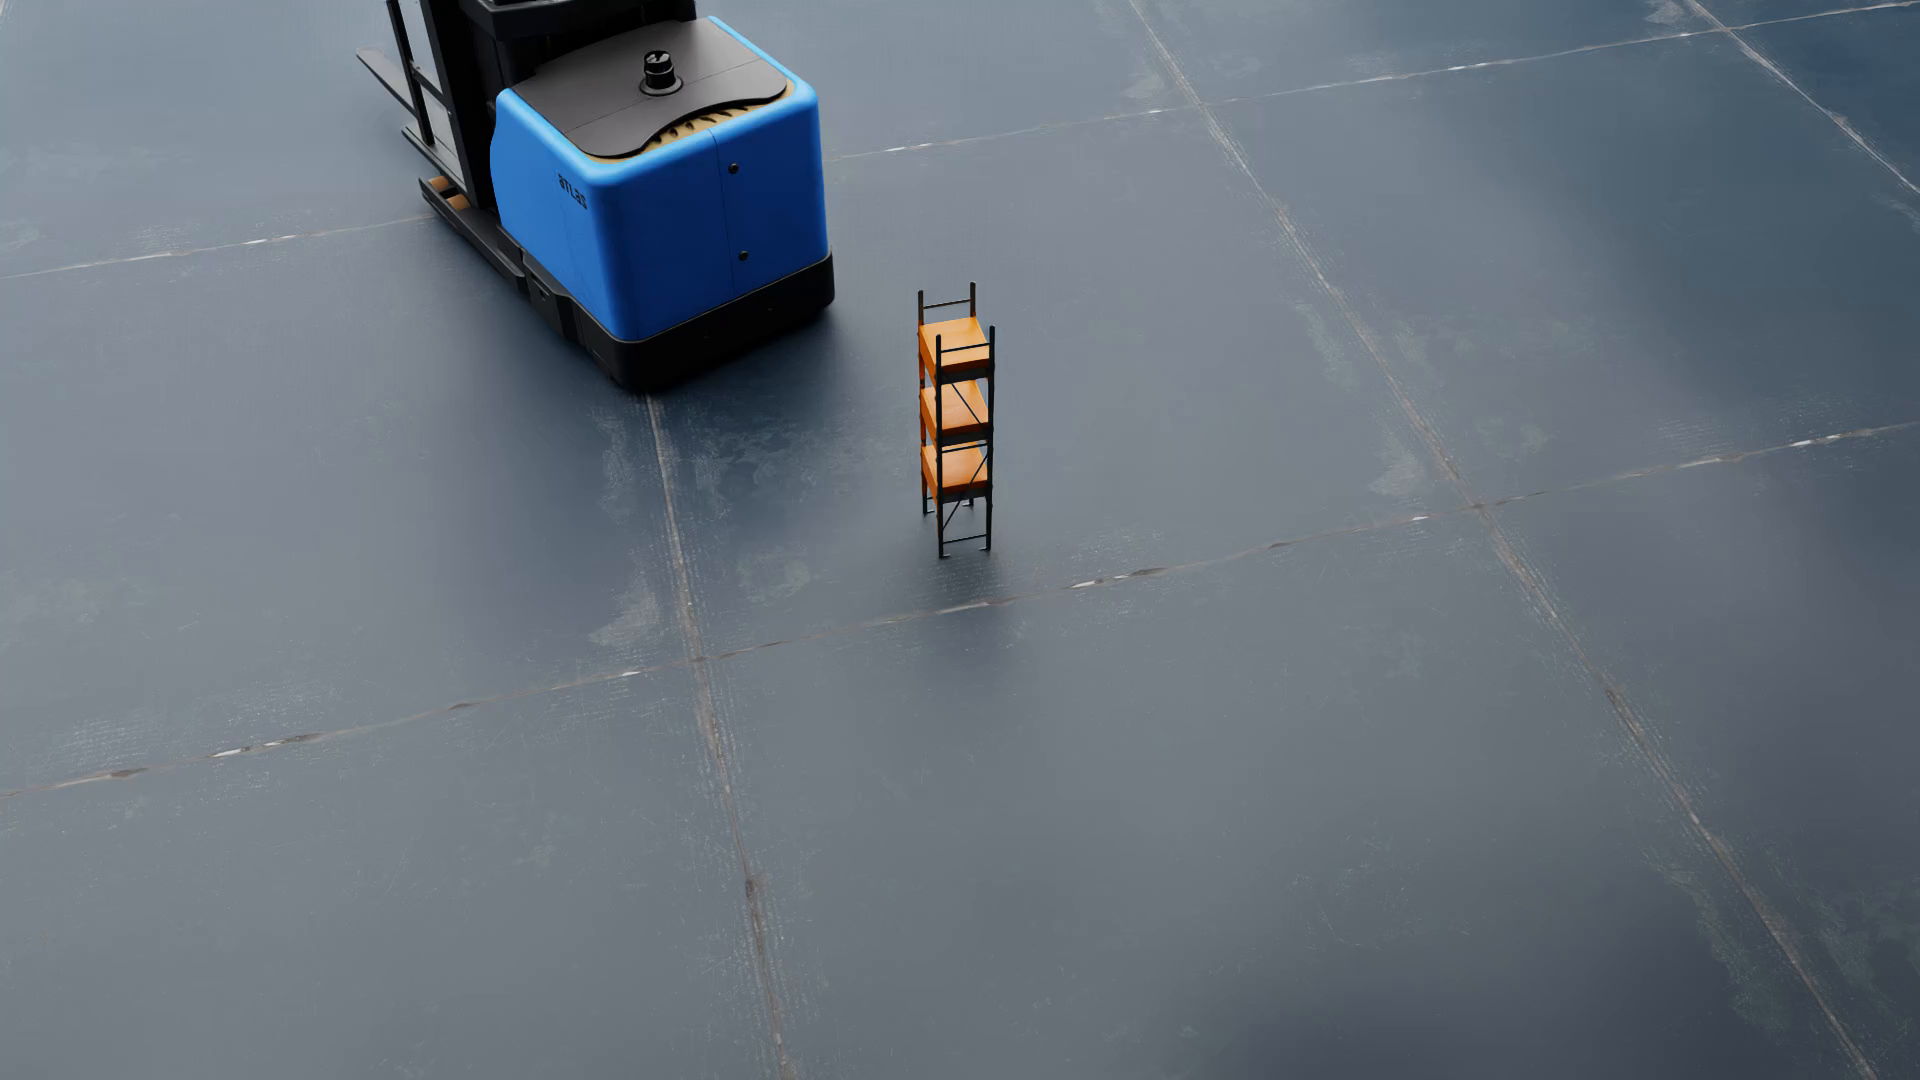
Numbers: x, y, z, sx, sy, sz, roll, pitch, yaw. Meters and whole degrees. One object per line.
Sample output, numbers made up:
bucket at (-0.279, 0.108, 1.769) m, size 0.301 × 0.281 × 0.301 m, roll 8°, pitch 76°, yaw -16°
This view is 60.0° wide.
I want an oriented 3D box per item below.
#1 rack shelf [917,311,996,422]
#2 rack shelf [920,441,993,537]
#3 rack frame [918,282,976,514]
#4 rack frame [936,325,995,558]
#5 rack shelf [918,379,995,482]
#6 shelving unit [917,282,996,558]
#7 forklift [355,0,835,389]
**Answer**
rack shelf at (-0.014, -0.596, 5.716) m, size 0.215 × 0.259 × 0.240 m, roll -11°, pitch 47°, yaw -10°
rack shelf at (-0.014, -0.202, 6.117) m, size 0.215 × 0.259 × 0.240 m, roll -11°, pitch 47°, yaw -10°
rack frame at (-0.045, -0.489, 5.994) m, size 0.200 × 1.050 × 0.008 m, roll -11°, pitch 47°, yaw -10°
rack frame at (0.018, -0.320, 5.829) m, size 0.200 × 1.050 × 0.008 m, roll -11°, pitch 47°, yaw -10°
rack shelf at (-0.014, -0.397, 5.919) m, size 0.215 × 0.259 × 0.240 m, roll -11°, pitch 47°, yaw -10°
shelving unit at (-0.014, -0.404, 5.911) m, size 0.215 × 1.050 × 0.252 m, roll -11°, pitch 47°, yaw -10°
forklift at (-1.843, -2.638, 6.783) m, size 1.130 × 2.935 × 3.031 m, roll -29°, pitch 52°, yaw -26°
